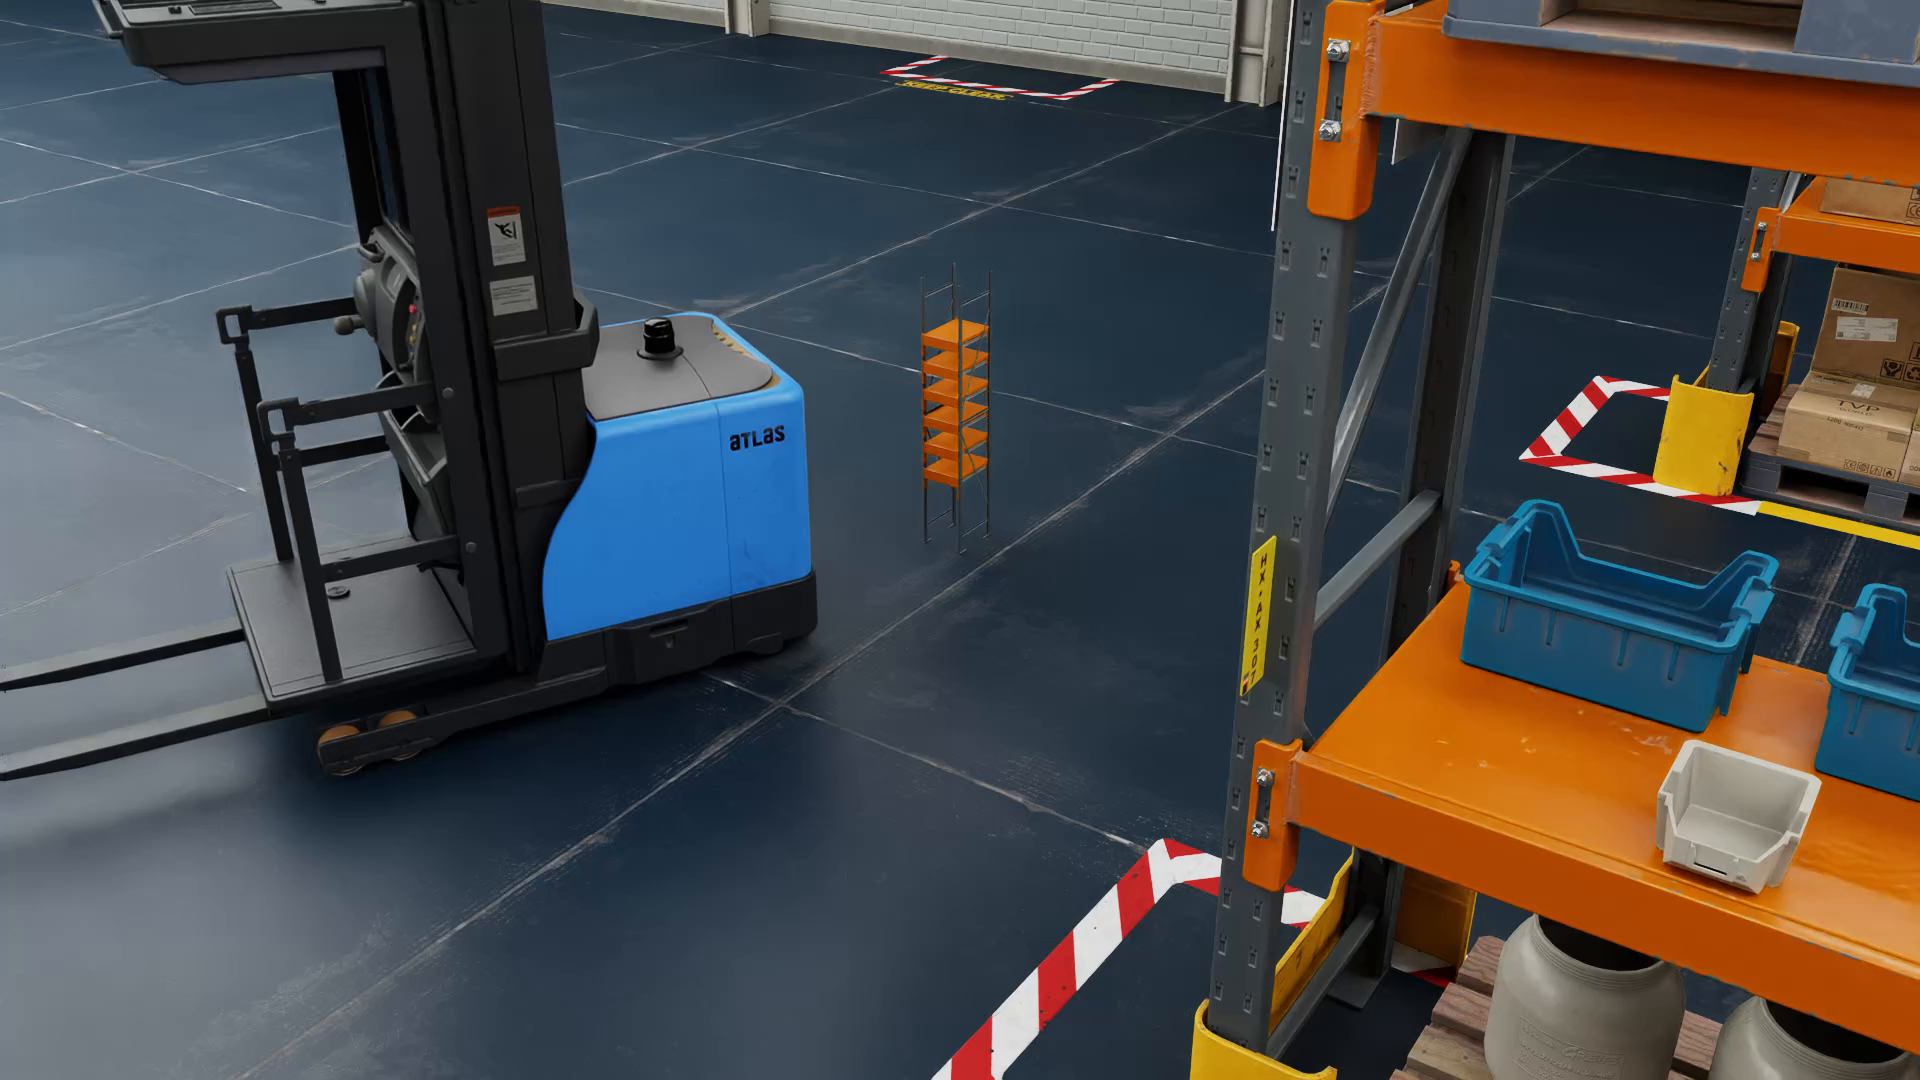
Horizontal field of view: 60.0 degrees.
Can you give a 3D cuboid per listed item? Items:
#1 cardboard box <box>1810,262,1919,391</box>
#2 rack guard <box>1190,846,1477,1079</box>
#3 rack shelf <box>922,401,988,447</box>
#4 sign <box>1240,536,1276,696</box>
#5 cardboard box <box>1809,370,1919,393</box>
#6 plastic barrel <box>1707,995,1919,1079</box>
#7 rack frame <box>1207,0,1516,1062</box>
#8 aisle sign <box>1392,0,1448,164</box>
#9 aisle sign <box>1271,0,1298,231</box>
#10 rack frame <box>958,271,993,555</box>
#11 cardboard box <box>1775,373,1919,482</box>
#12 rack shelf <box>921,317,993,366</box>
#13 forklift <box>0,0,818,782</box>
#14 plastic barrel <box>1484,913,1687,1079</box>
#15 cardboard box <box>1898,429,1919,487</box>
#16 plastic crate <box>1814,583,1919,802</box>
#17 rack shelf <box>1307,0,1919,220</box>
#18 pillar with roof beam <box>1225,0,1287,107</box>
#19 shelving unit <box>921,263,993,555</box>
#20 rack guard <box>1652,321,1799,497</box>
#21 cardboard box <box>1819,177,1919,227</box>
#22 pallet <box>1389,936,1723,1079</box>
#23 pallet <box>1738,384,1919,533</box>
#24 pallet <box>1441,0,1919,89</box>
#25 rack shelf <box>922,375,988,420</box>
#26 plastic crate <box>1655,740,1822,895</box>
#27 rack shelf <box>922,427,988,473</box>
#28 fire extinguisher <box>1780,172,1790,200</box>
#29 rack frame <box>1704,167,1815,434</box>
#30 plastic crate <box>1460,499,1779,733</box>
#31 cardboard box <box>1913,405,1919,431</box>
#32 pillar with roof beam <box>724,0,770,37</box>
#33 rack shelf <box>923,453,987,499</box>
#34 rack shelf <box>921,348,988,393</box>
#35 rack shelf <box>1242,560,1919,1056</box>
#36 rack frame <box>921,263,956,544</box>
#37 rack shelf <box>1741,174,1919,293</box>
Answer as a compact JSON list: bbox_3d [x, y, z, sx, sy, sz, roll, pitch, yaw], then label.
[{"bbox_3d":[4.331,-1.047,7.743,0.500,0.500,0.500,17,32,30],"label":"cardboard box"},{"bbox_3d":[1.002,1.189,4.362,0.348,0.500,1.175,17,32,30],"label":"rack guard"},{"bbox_3d":[-0.012,-0.499,7.005,0.180,0.103,0.258,17,32,30],"label":"rack shelf"},{"bbox_3d":[0.598,0.154,3.335,0.005,0.325,0.100,17,32,30],"label":"sign"},{"bbox_3d":[4.329,-0.712,7.911,0.500,0.250,0.500,17,32,30],"label":"cardboard box"},{"bbox_3d":[1.911,1.264,3.739,0.421,0.512,0.421,0,27,0],"label":"plastic barrel"},{"bbox_3d":[0.913,0.073,3.799,0.127,3.000,1.000,17,32,30],"label":"rack frame"},{"bbox_3d":[1.021,-1.215,3.464,0.004,0.787,0.394,17,32,30],"label":"aisle sign"},{"bbox_3d":[0.687,-0.994,3.031,0.004,0.787,0.394,17,32,30],"label":"aisle sign"},{"bbox_3d":[0.063,-0.515,6.939,0.006,1.200,0.240,17,32,30],"label":"rack frame"},{"bbox_3d":[4.036,-0.519,7.531,0.500,0.250,0.500,17,32,30],"label":"cardboard box"},{"bbox_3d":[-0.012,-0.820,6.842,0.180,0.103,0.258,17,32,30],"label":"rack shelf"},{"bbox_3d":[-2.094,-0.777,5.545,3.031,2.935,1.130,-14,30,-25],"label":"forklift"},{"bbox_3d":[1.498,1.135,3.992,0.421,0.512,0.421,0,27,0],"label":"plastic barrel"},{"bbox_3d":[4.450,-0.392,7.281,0.500,0.250,0.500,17,32,30],"label":"cardboard box"},{"bbox_3d":[2.027,0.325,3.468,0.408,0.251,0.499,17,32,30],"label":"plastic crate"},{"bbox_3d":[2.561,-0.430,2.273,4.000,0.370,1.077,17,32,30],"label":"rack shelf"},{"bbox_3d":[0.205,-6.379,9.864,0.400,9.000,9.100,17,32,30],"label":"pillar with roof beam"},{"bbox_3d":[-0.012,-0.538,6.985,0.189,1.200,0.258,17,32,30],"label":"shelving unit"},{"bbox_3d":[3.700,-0.670,8.015,0.348,0.500,1.175,17,32,30],"label":"rack guard"},{"bbox_3d":[4.098,-1.698,7.169,0.500,0.500,0.700,17,32,30],"label":"cardboard box"},{"bbox_3d":[1.668,1.528,4.014,1.213,0.211,1.003,17,32,30],"label":"pallet"},{"bbox_3d":[4.374,-0.354,7.714,1.213,0.211,1.003,17,32,30],"label":"pallet"},{"bbox_3d":[1.539,-0.931,2.672,1.213,0.211,1.003,17,32,30],"label":"pallet"},{"bbox_3d":[-0.012,-0.606,6.951,0.180,0.103,0.258,17,32,30],"label":"rack shelf"},{"bbox_3d":[1.468,0.541,3.171,0.250,0.136,0.298,17,32,30],"label":"plastic crate"},{"bbox_3d":[-0.012,-0.392,7.060,0.180,0.103,0.258,17,32,30],"label":"rack shelf"},{"bbox_3d":[3.886,-1.947,7.855,0.183,0.674,0.296,17,32,30],"label":"fire extinguisher"},{"bbox_3d":[3.720,-1.778,7.436,0.127,3.000,1.000,17,32,30],"label":"rack frame"},{"bbox_3d":[1.495,0.156,3.800,0.616,0.251,0.499,17,32,30],"label":"plastic crate"},{"bbox_3d":[4.449,-0.725,7.110,0.500,0.500,0.500,17,32,30],"label":"cardboard box"},{"bbox_3d":[-4.740,-7.920,12.891,0.400,9.000,9.100,17,32,30],"label":"pillar with roof beam"},{"bbox_3d":[-0.012,-0.285,7.114,0.180,0.103,0.258,17,32,30],"label":"rack shelf"},{"bbox_3d":[-0.012,-0.713,6.896,0.180,0.103,0.258,17,32,30],"label":"rack shelf"},{"bbox_3d":[2.561,0.907,2.953,4.000,0.370,1.077,17,32,30],"label":"rack shelf"},{"bbox_3d":[-0.087,-0.562,7.031,0.006,1.200,0.240,17,32,30],"label":"rack frame"},{"bbox_3d":[5.369,-0.944,6.590,4.000,0.370,1.077,17,32,30],"label":"rack shelf"}]
